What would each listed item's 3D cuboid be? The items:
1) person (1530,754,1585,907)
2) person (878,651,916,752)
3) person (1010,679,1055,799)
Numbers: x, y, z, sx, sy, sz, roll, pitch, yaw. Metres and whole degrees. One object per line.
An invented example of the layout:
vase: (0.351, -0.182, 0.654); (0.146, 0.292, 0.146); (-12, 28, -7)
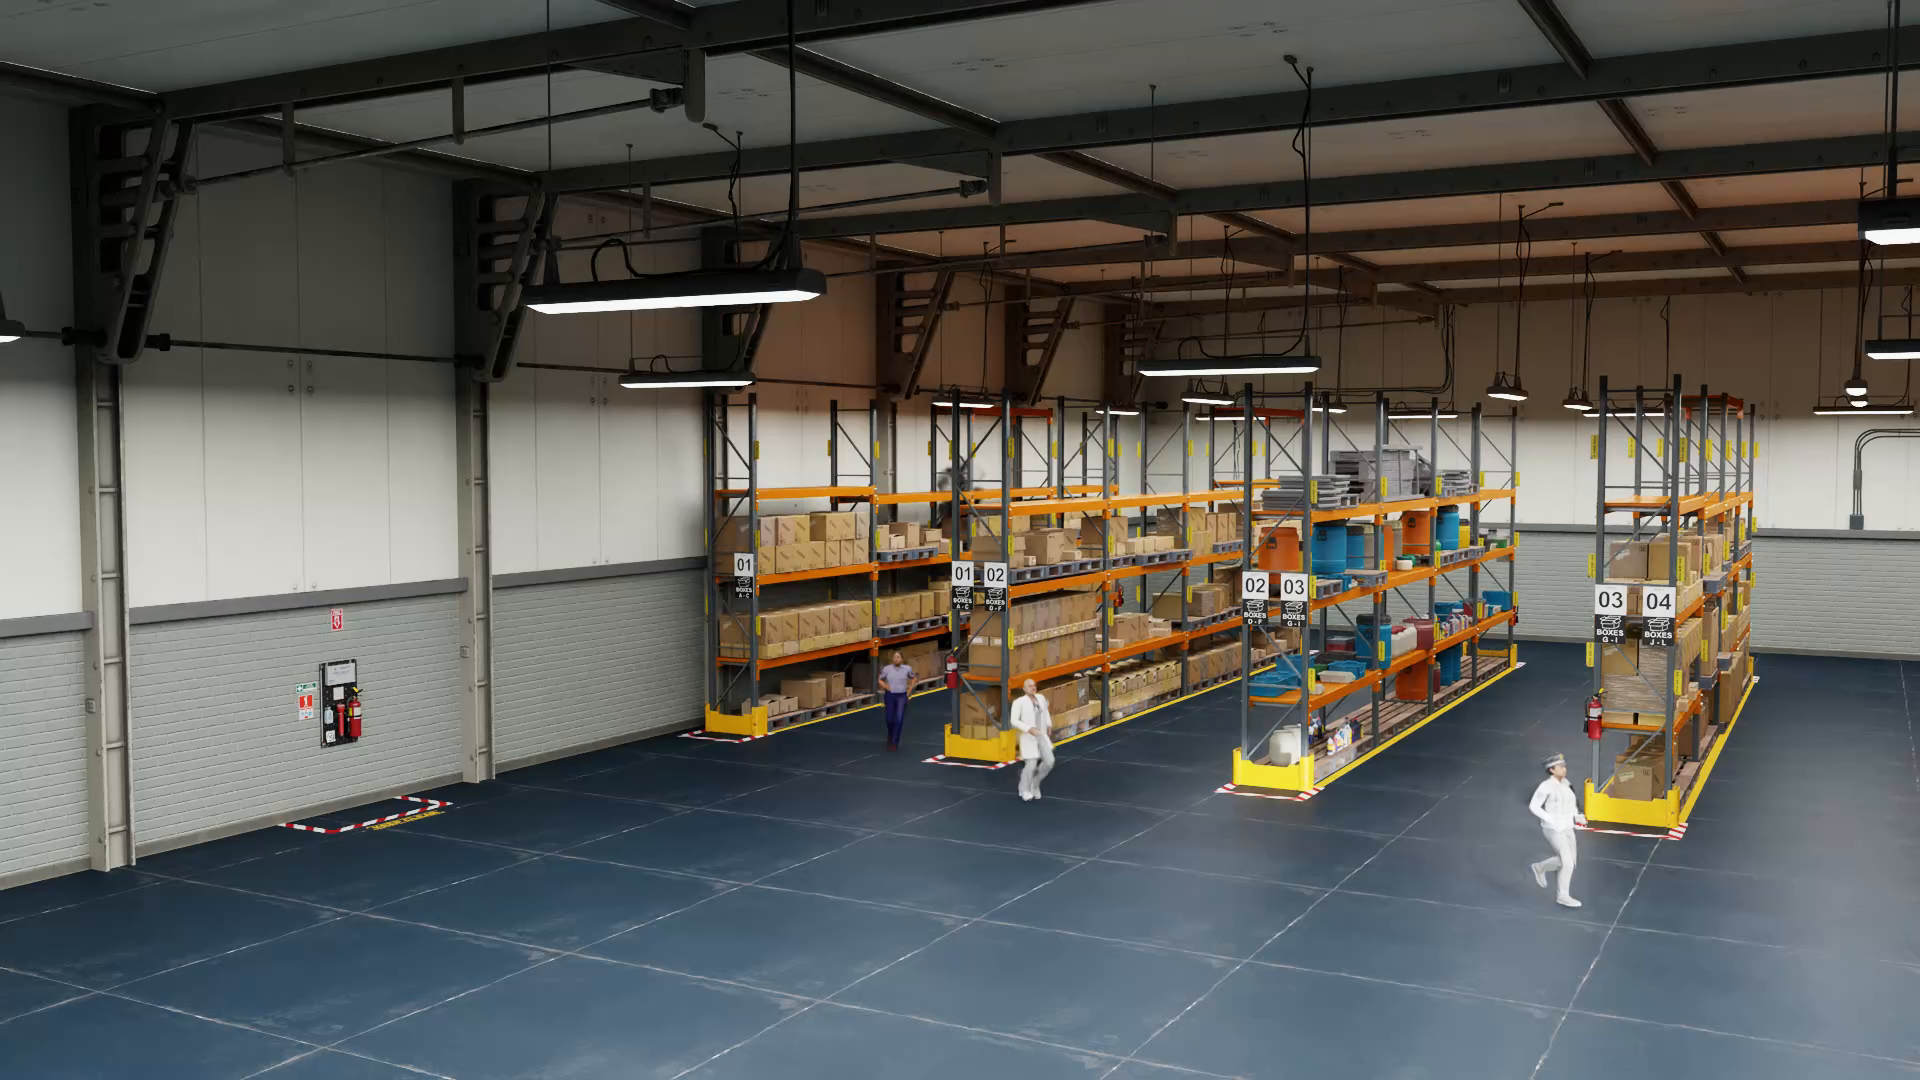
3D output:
person: (6.585, 3.178, 18.396); (0.620, 1.652, 0.668); (-2, 4, -34)
person: (-1.058, 2.700, 27.932); (0.633, 1.669, 0.792); (0, 3, 4)
person: (1.057, 2.845, 23.731); (0.722, 1.735, 0.668); (-2, 4, -29)
